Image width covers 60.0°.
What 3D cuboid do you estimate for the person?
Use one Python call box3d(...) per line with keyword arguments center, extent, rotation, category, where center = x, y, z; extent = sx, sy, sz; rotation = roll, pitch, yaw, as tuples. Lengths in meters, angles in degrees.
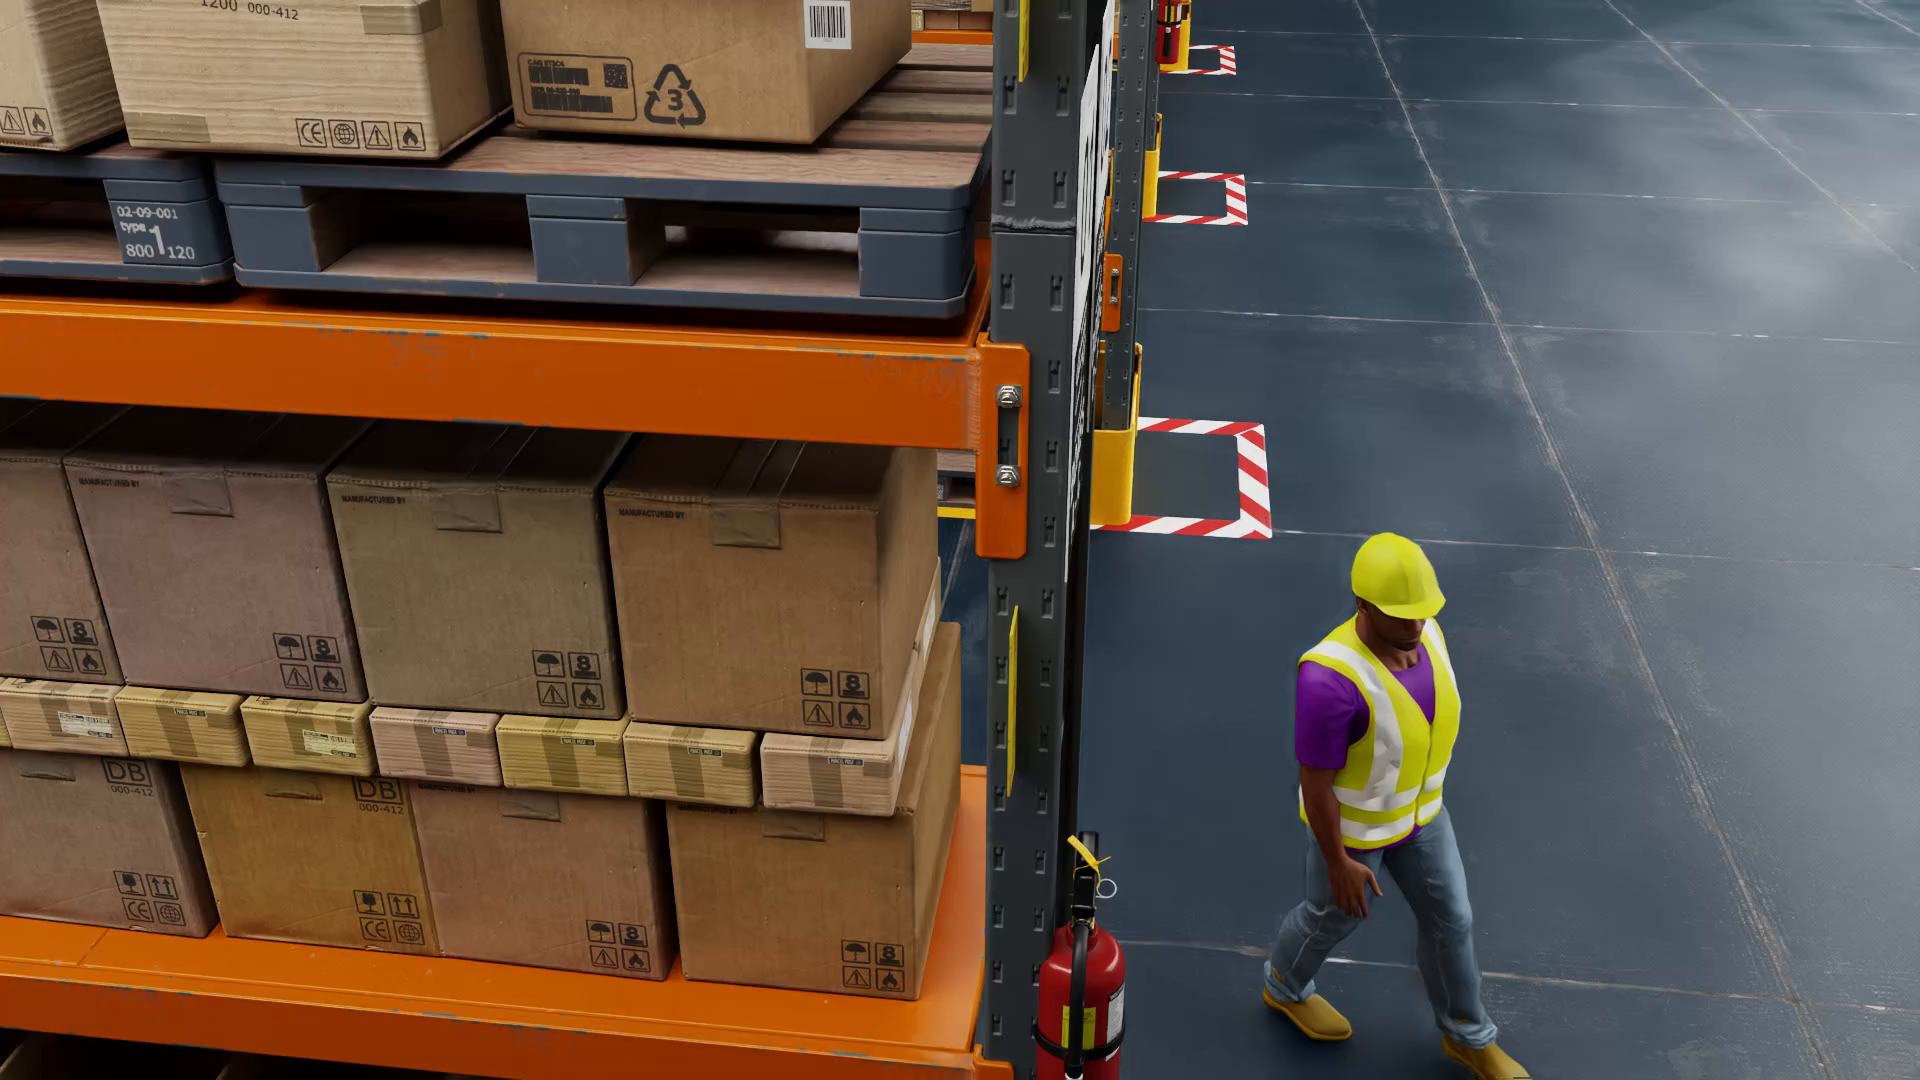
box3d(center=(1.238, 0.796, 4.599), extent=(0.648, 1.749, 0.807), rotation=(-20, 34, -33), category="person")
